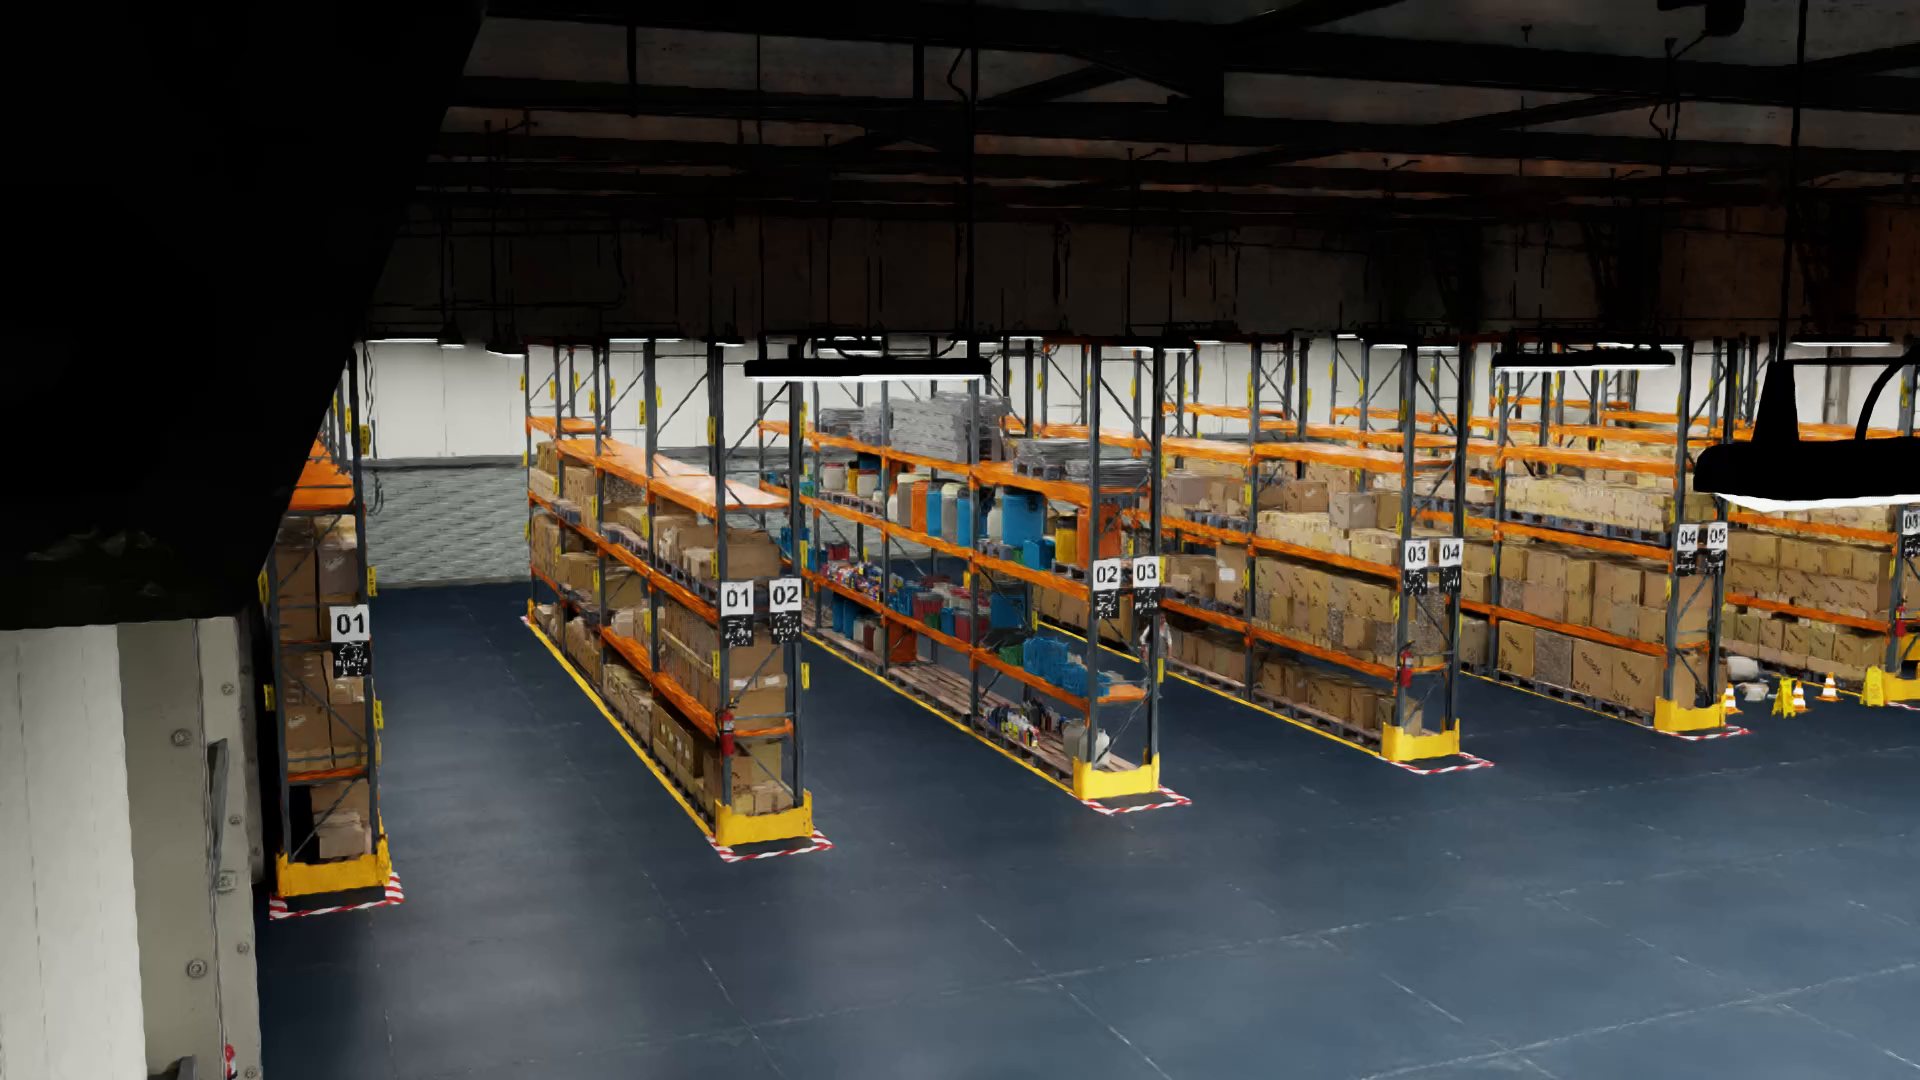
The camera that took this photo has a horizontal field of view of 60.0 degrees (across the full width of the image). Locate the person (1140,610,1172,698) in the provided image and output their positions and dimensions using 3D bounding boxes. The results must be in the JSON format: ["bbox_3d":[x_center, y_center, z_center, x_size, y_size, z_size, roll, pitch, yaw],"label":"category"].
[{"bbox_3d":[3.257,1.896,27.732,0.566,1.541,0.519,-4,8,-25],"label":"person"}]

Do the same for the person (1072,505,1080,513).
[{"bbox_3d":[3.060,-0.195,42.919,0.677,1.673,0.530,-3,8,-24],"label":"person"}]
